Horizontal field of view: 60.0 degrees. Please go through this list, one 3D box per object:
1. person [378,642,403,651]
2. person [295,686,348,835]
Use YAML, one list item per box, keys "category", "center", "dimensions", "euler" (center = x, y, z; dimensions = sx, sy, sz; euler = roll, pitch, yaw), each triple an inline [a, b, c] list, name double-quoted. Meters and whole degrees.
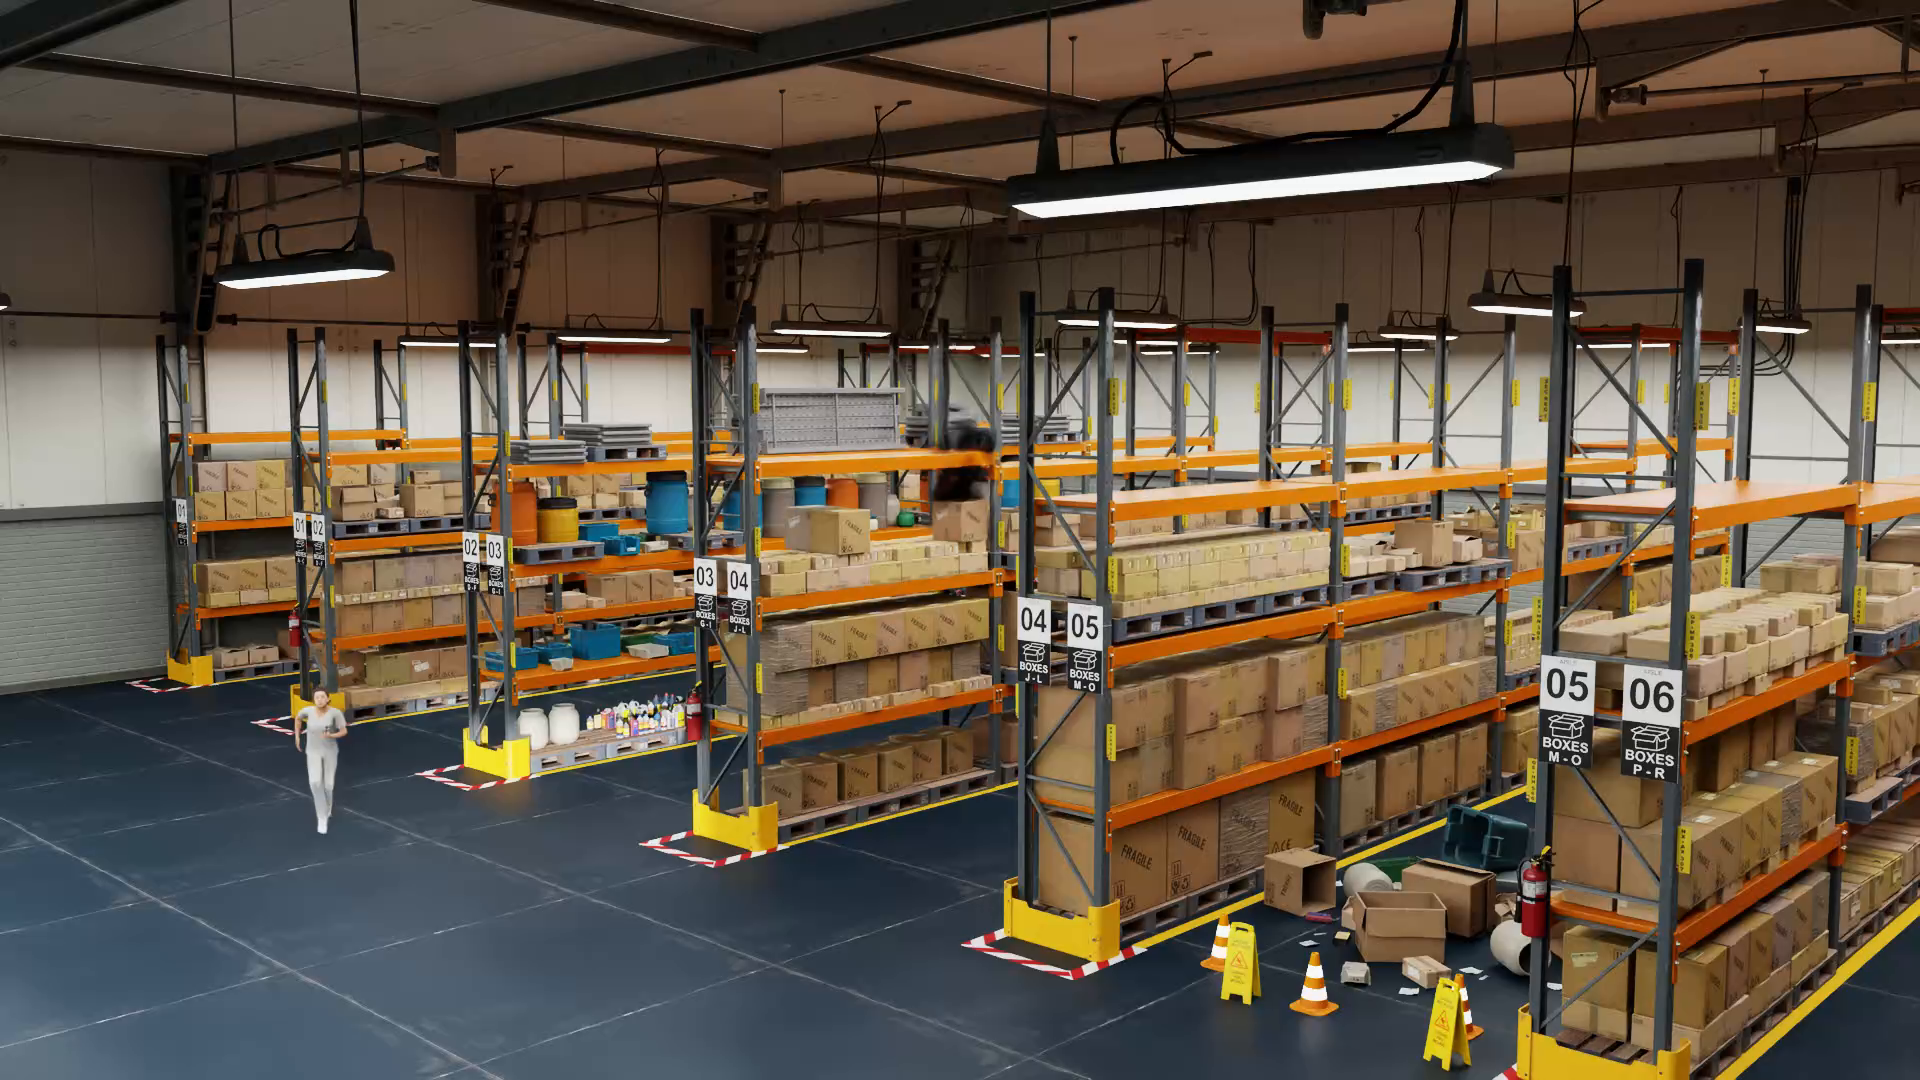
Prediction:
- category: "person"
  center: [-9.782, 1.609, 28.658]
  dimensions: [0.599, 1.703, 0.878]
  euler: [4, 6, 34]
- category: "person"
  center: [-7.428, 2.523, 19.371]
  dimensions: [0.586, 1.692, 0.826]
  euler: [-2, 6, -17]
